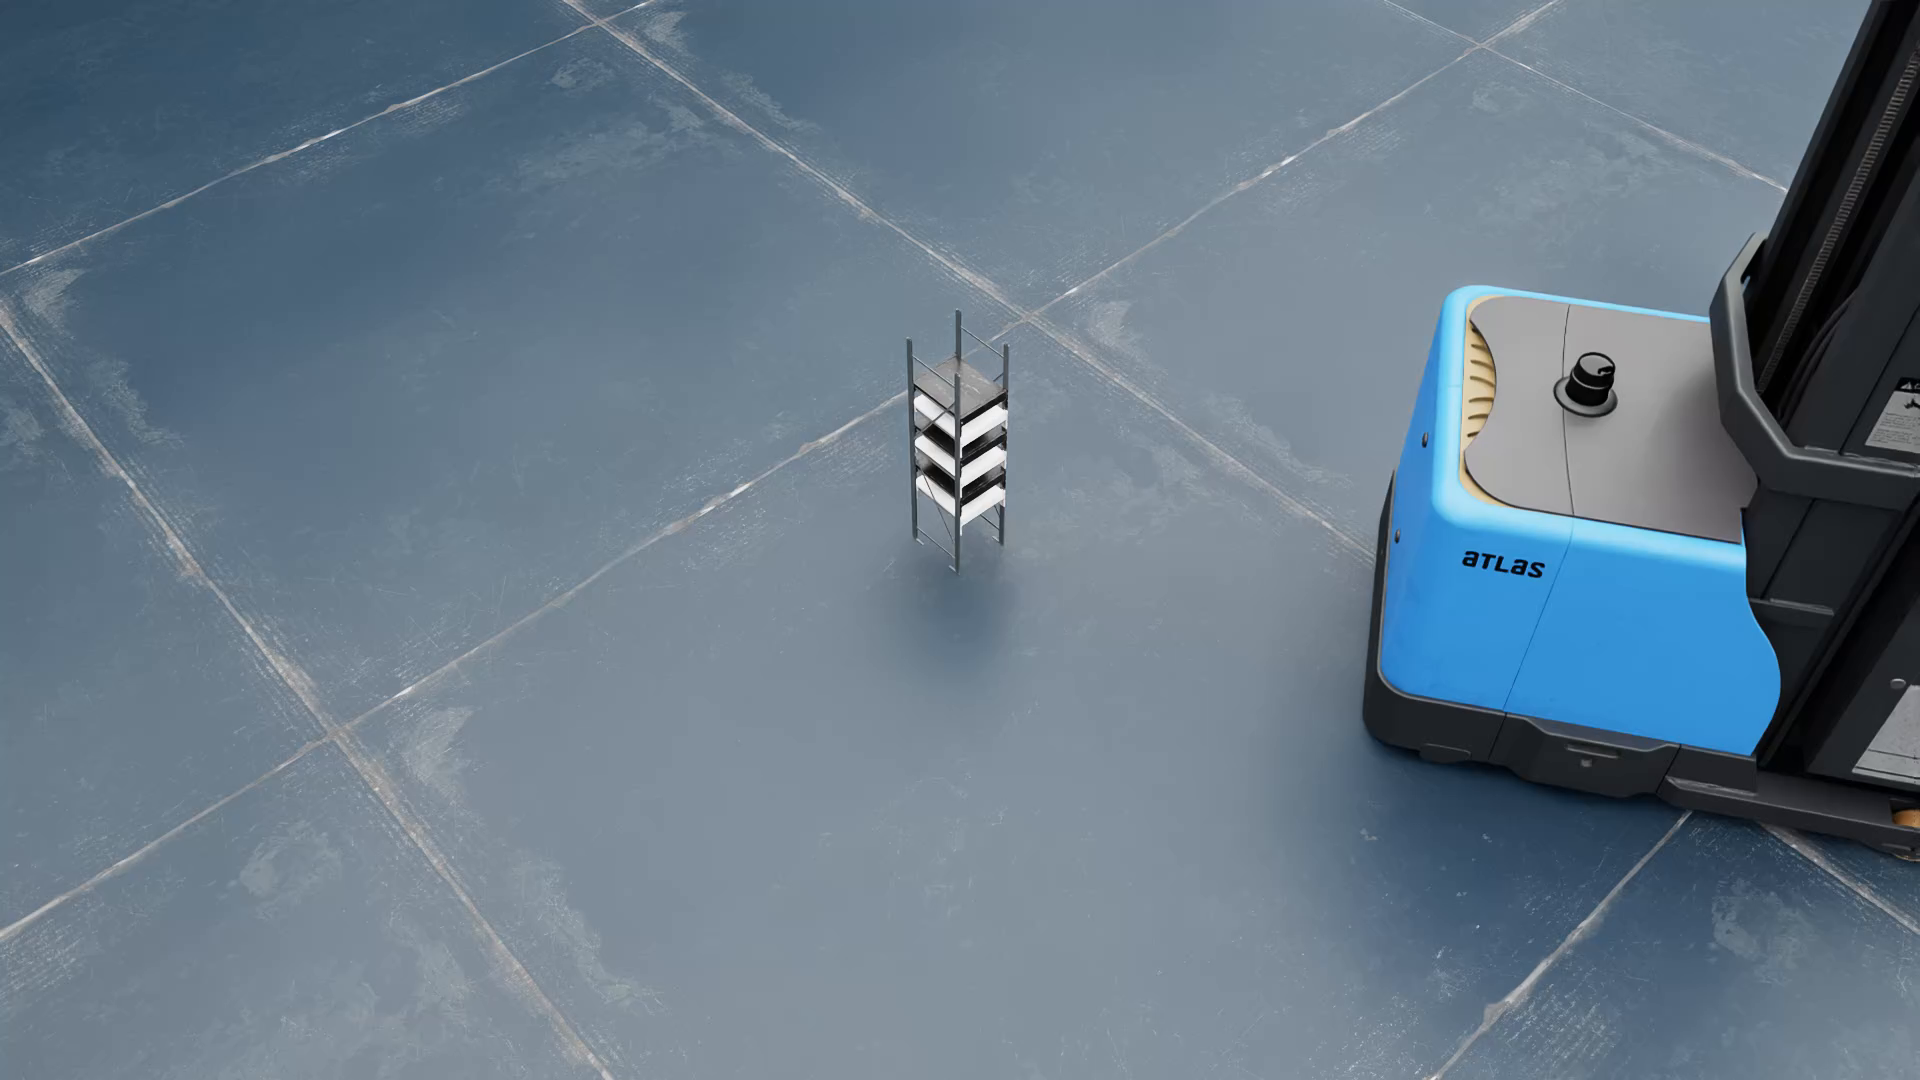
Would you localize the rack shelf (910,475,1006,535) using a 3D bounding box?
[{"bbox_3d":[-0.006,-0.156,5.572,0.200,0.077,0.258,-34,56,-27],"label":"rack shelf"}]

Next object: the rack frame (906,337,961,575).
[{"bbox_3d":[-0.081,-0.251,5.369,0.006,0.900,0.240,-34,56,-27],"label":"rack frame"}]

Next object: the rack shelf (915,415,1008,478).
[{"bbox_3d":[-0.006,-0.340,5.374,0.200,0.077,0.258,-34,56,-27],"label":"rack shelf"}]

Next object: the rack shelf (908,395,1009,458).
[{"bbox_3d":[-0.006,-0.401,5.308,0.200,0.077,0.258,-34,56,-27],"label":"rack shelf"}]

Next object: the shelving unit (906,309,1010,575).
[{"bbox_3d":[-0.006,-0.301,5.416,0.210,0.900,0.258,-34,56,-27],"label":"shelving unit"}]

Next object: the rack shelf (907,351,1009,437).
[{"bbox_3d":[-0.006,-0.462,5.242,0.200,0.077,0.258,-34,56,-27],"label":"rack shelf"}]

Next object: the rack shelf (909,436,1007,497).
[{"bbox_3d":[-0.006,-0.279,5.440,0.200,0.077,0.258,-34,56,-27],"label":"rack shelf"}]

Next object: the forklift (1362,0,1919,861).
[{"bbox_3d":[2.819,-0.453,4.173,3.031,2.935,1.130,10,48,9],"label":"forklift"}]

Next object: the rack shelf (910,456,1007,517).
[{"bbox_3d":[-0.006,-0.218,5.506,0.200,0.077,0.258,-34,56,-27],"label":"rack shelf"}]

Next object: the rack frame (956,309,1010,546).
[{"bbox_3d":[0.069,-0.351,5.462,0.006,0.900,0.240,-34,56,-27],"label":"rack frame"}]
